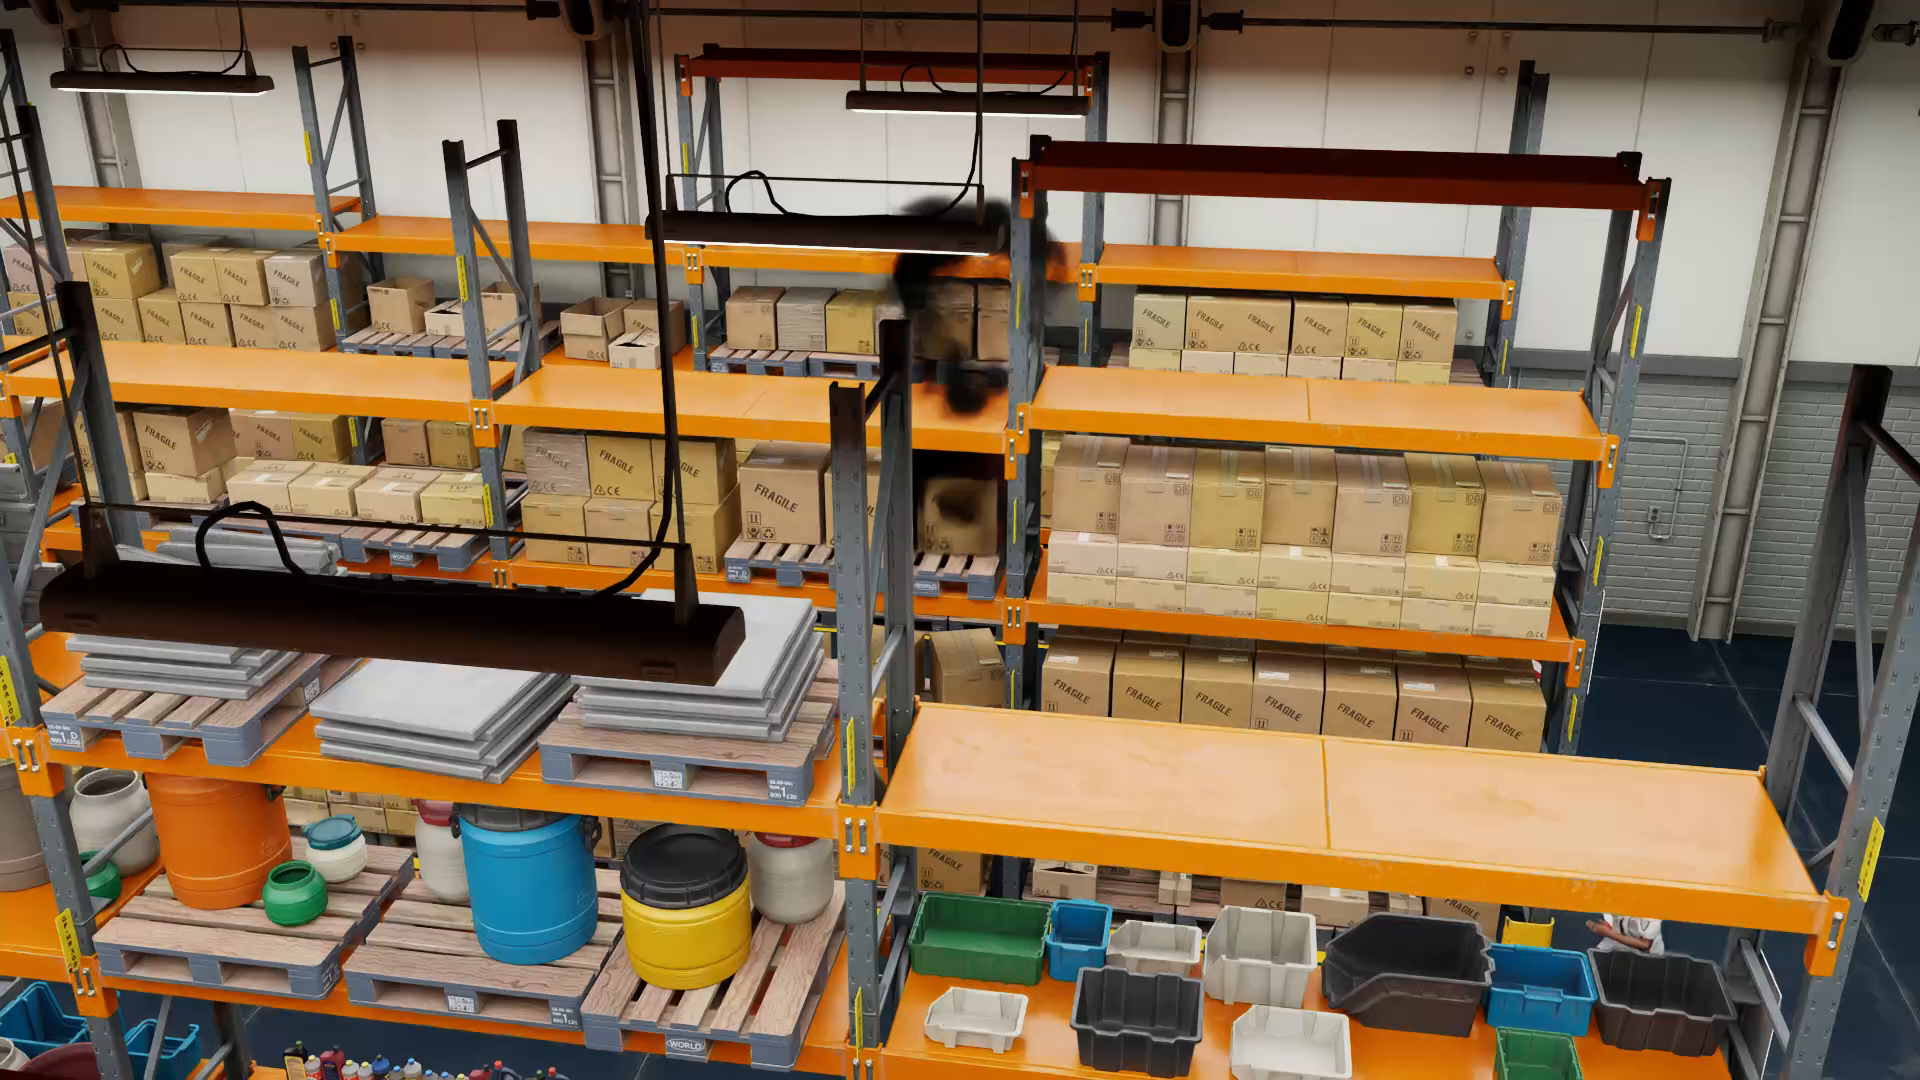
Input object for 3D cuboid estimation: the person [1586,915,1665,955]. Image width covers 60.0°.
[{"bbox_3d":[4.653,2.828,11.544,0.781,1.668,0.603,-3,23,-7],"label":"person"}]
